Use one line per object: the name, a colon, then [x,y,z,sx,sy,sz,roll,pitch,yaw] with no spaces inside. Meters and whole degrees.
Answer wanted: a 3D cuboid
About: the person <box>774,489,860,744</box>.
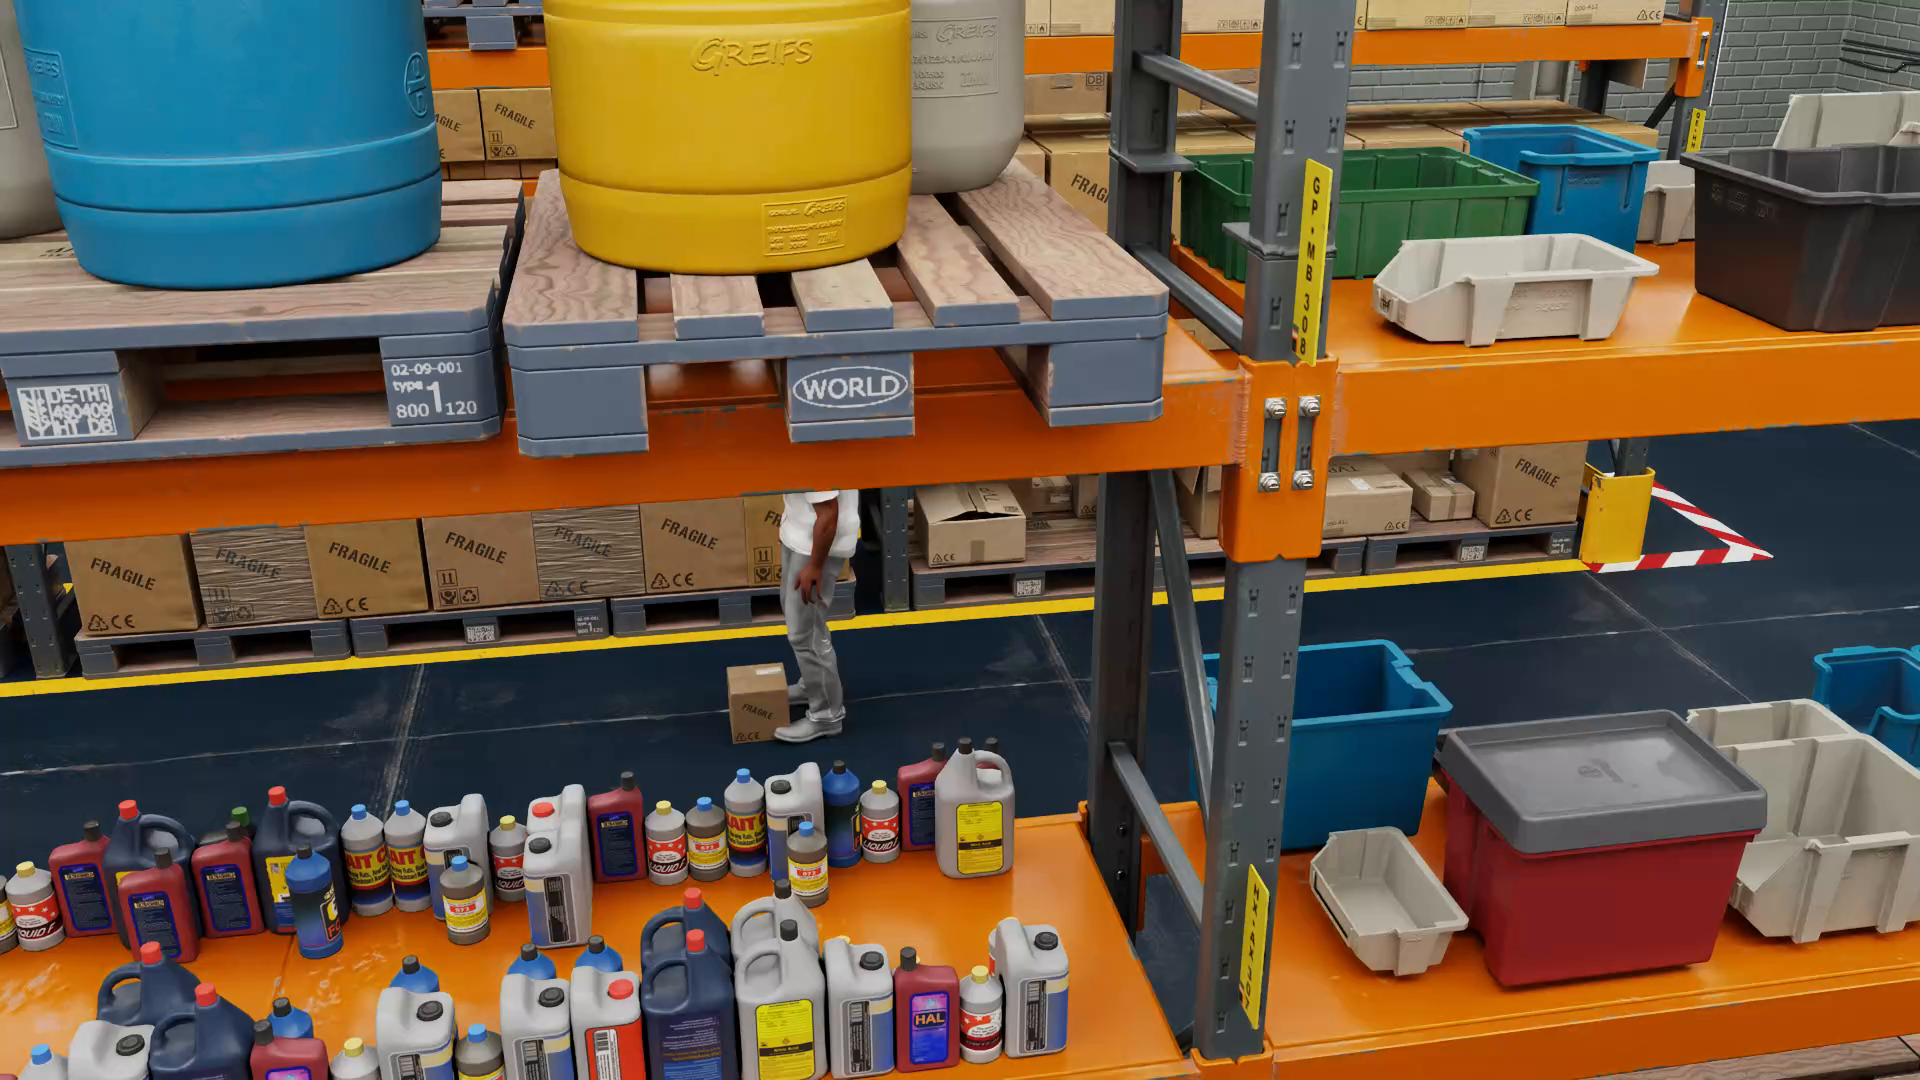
person: [-0.663,0.007,7.059,0.460,1.759,0.629,-5,24,-12]
